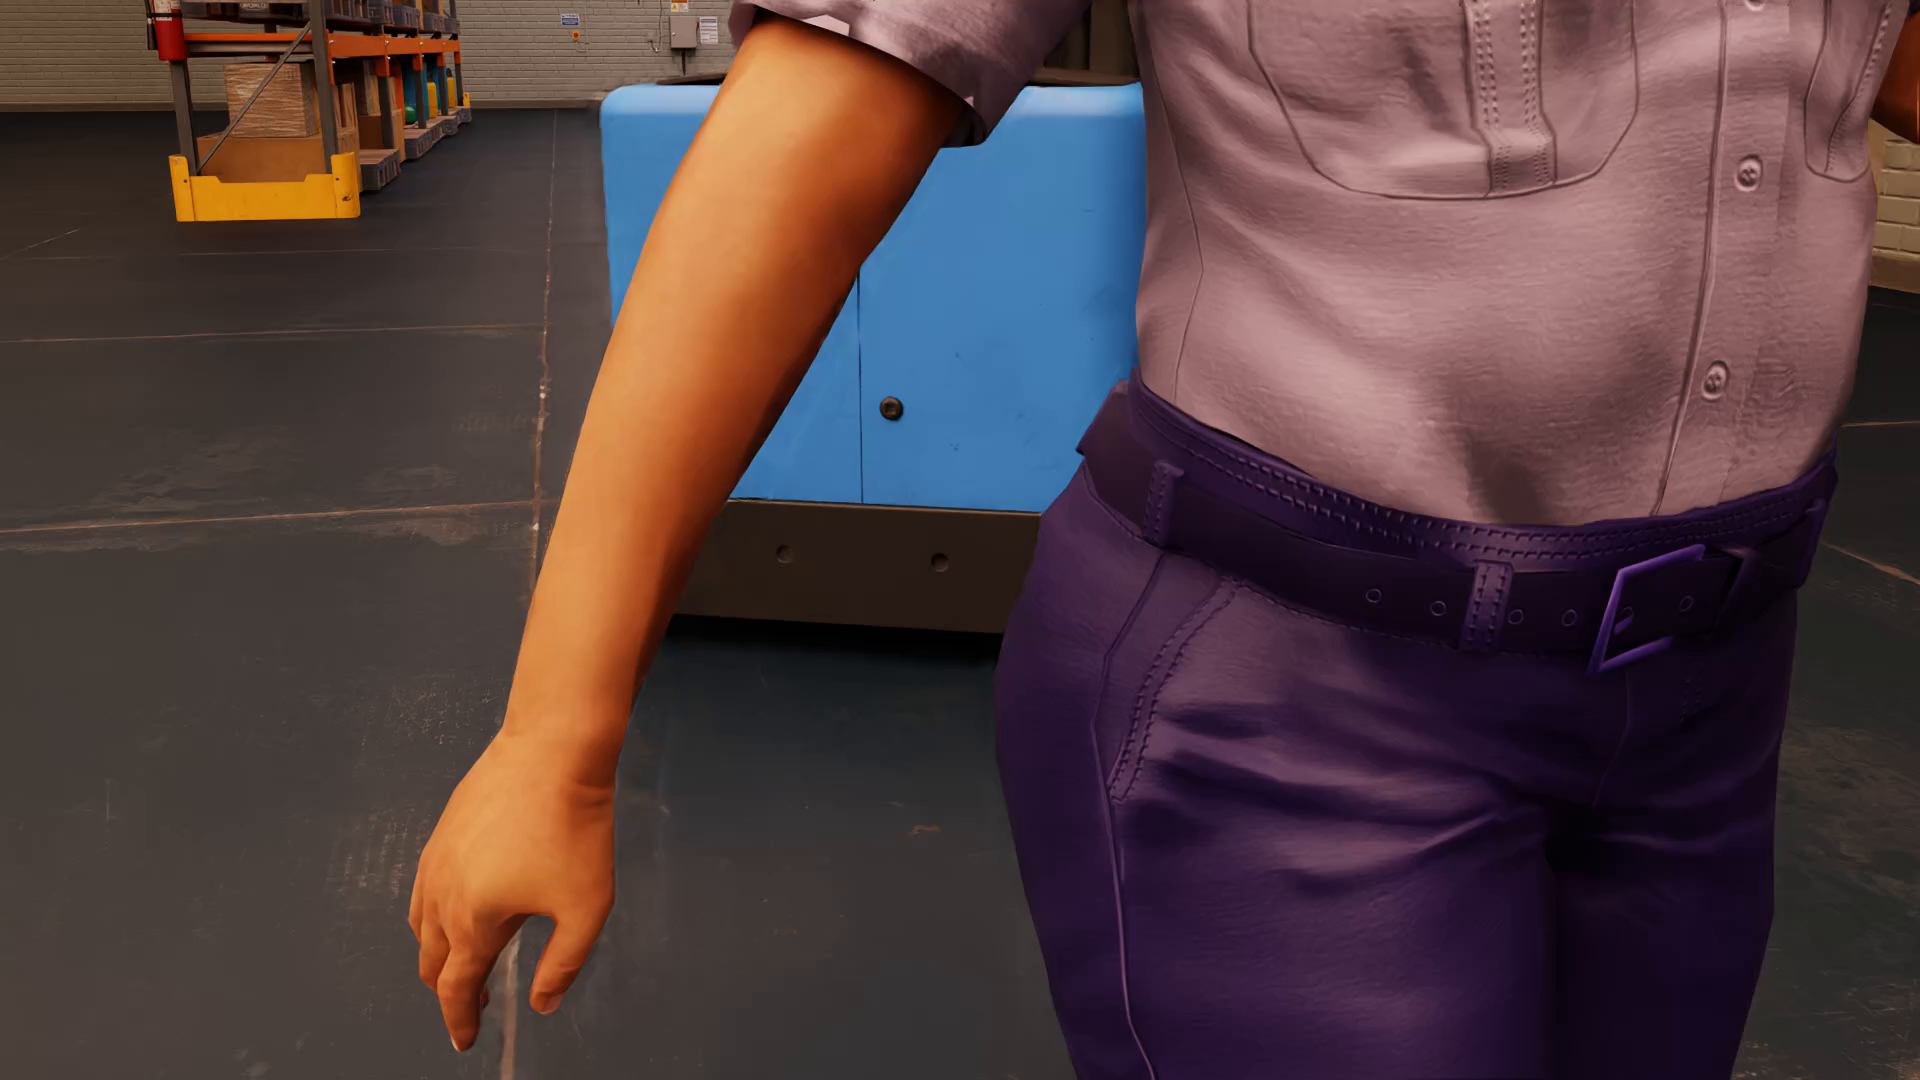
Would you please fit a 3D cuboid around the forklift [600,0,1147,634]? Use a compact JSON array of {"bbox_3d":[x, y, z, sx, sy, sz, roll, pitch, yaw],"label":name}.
[{"bbox_3d":[0.081,-1.594,4.235,1.130,2.935,3.031,3,17,10],"label":"forklift"}]
